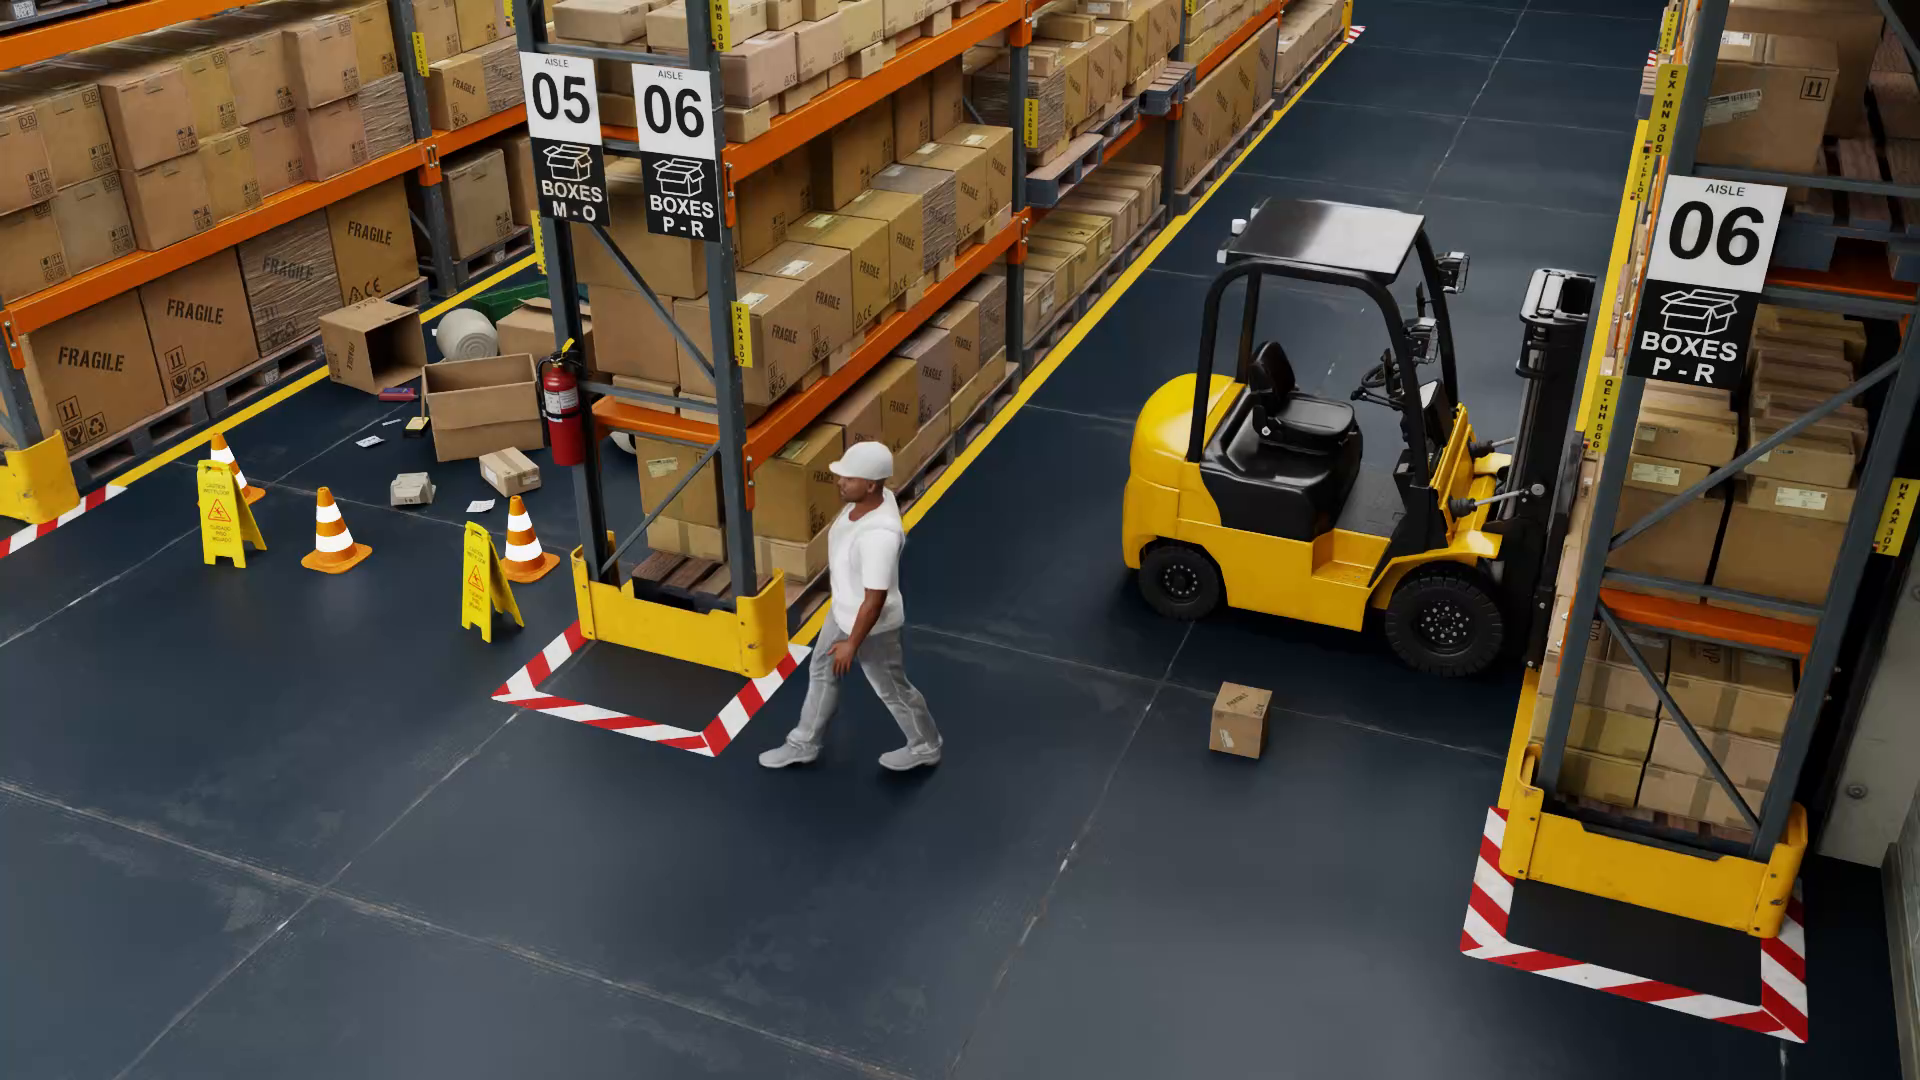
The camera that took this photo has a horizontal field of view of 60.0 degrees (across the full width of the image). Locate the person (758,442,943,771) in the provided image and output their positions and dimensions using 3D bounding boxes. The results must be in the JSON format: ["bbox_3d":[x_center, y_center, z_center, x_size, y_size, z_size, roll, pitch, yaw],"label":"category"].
[{"bbox_3d":[-0.523,0.362,7.727,0.884,1.758,0.610,-8,30,-13],"label":"person"}]
